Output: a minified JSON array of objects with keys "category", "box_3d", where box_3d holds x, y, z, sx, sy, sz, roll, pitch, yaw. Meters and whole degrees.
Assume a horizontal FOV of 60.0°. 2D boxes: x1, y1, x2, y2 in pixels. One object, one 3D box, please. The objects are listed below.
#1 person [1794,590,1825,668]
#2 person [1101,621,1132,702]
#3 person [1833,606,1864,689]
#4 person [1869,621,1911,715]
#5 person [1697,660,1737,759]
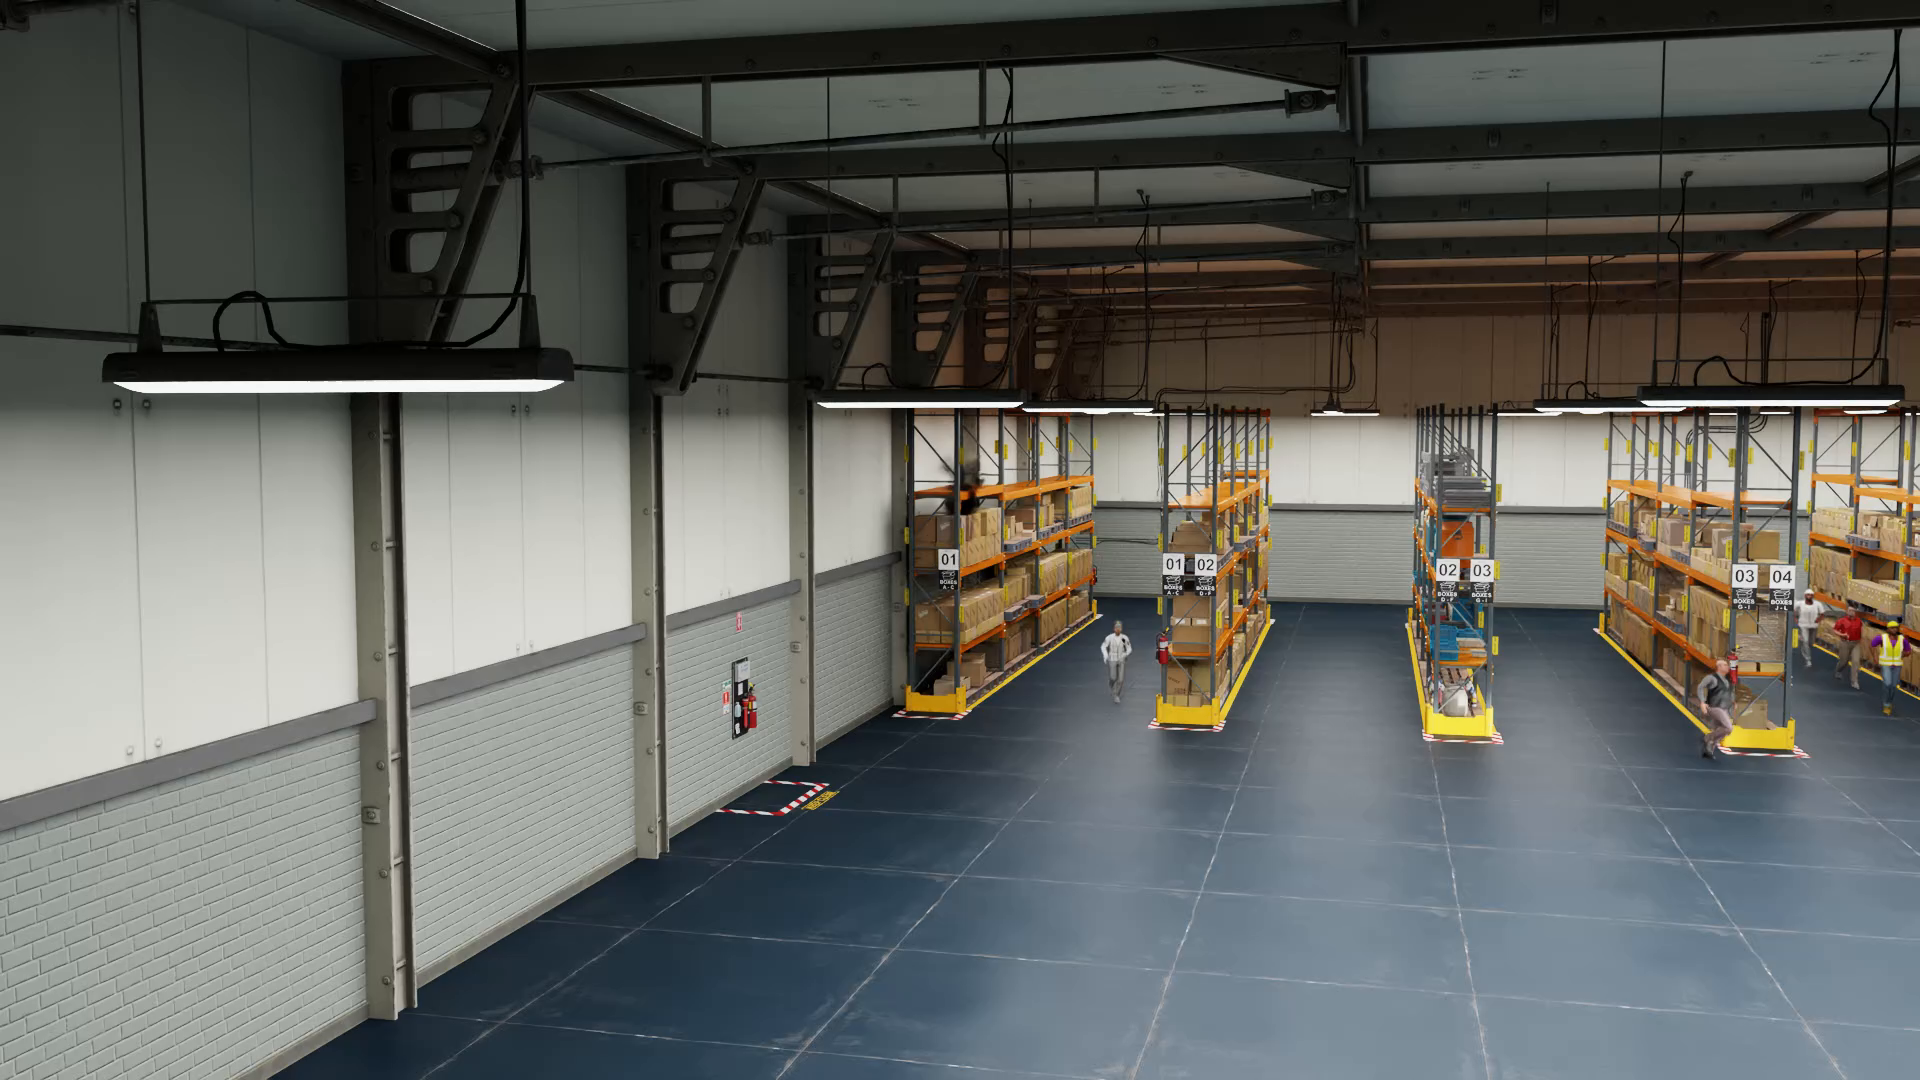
[{"category":"person","box_3d":[19.806,2.031,38.781,0.665,1.768,1.112,1,4,11]},{"category":"person","box_3d":[3.177,2.453,33.581,0.608,1.656,0.540,0,4,-2]},{"category":"person","box_3d":[19.027,2.270,35.575,0.664,1.725,0.954,1,4,7]},{"category":"person","box_3d":[18.179,2.488,32.473,0.688,1.828,0.684,1,4,14]},{"category":"person","box_3d":[12.825,2.857,27.988,0.674,1.651,0.578,-2,5,-30]}]
